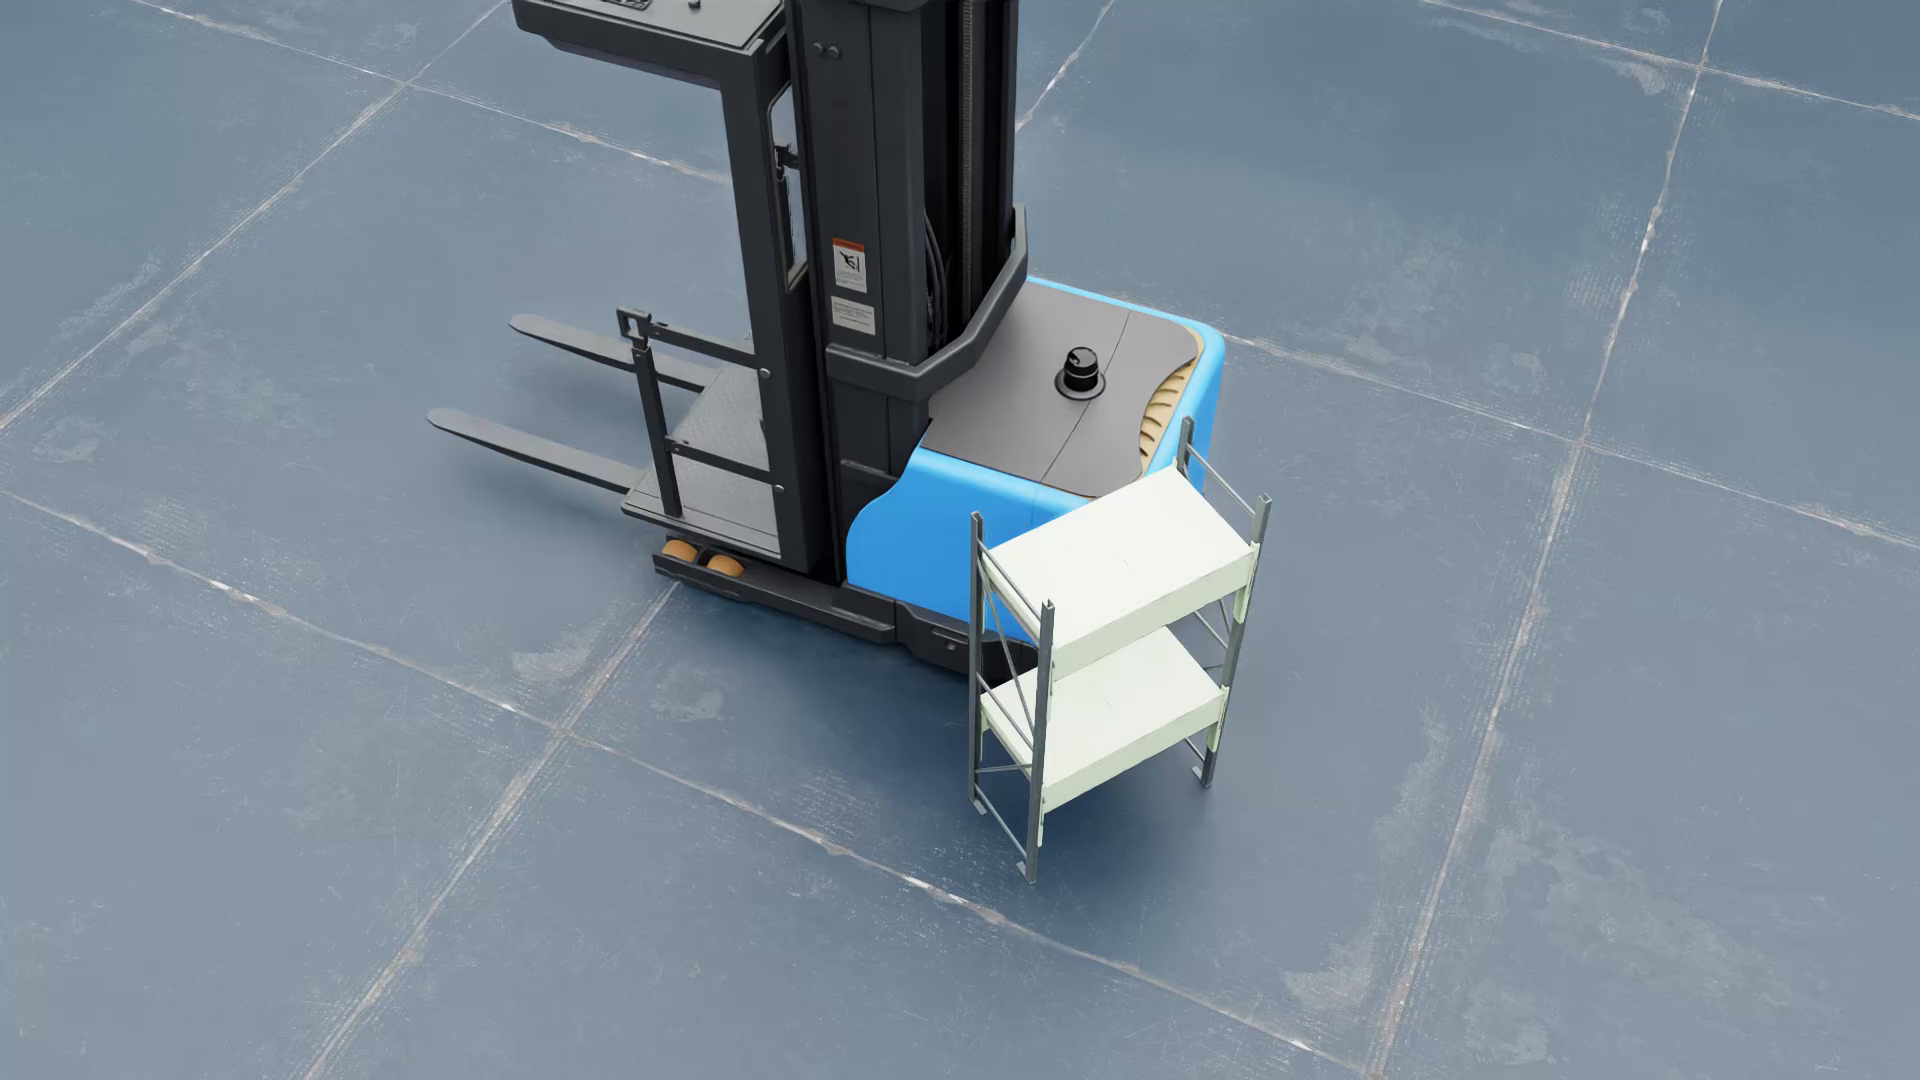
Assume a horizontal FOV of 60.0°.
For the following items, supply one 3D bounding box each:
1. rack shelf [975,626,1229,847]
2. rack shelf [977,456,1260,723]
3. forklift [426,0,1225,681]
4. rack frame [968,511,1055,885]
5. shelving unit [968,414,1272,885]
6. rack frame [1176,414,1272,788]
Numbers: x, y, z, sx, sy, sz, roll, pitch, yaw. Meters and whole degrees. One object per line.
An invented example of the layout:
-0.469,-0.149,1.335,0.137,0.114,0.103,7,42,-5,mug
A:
0.455,0.604,5.494,0.720,0.370,0.431,-25,54,-20,rack shelf
0.455,0.140,4.949,0.720,0.370,0.431,-25,54,-20,rack shelf
-0.628,-1.086,5.565,3.031,2.935,1.130,18,52,14,forklift
0.142,0.537,5.123,0.023,1.500,0.400,-25,54,-20,rack frame
0.455,0.393,5.246,0.755,1.500,0.431,-25,54,-20,shelving unit
0.768,0.248,5.369,0.023,1.500,0.400,-25,54,-20,rack frame
